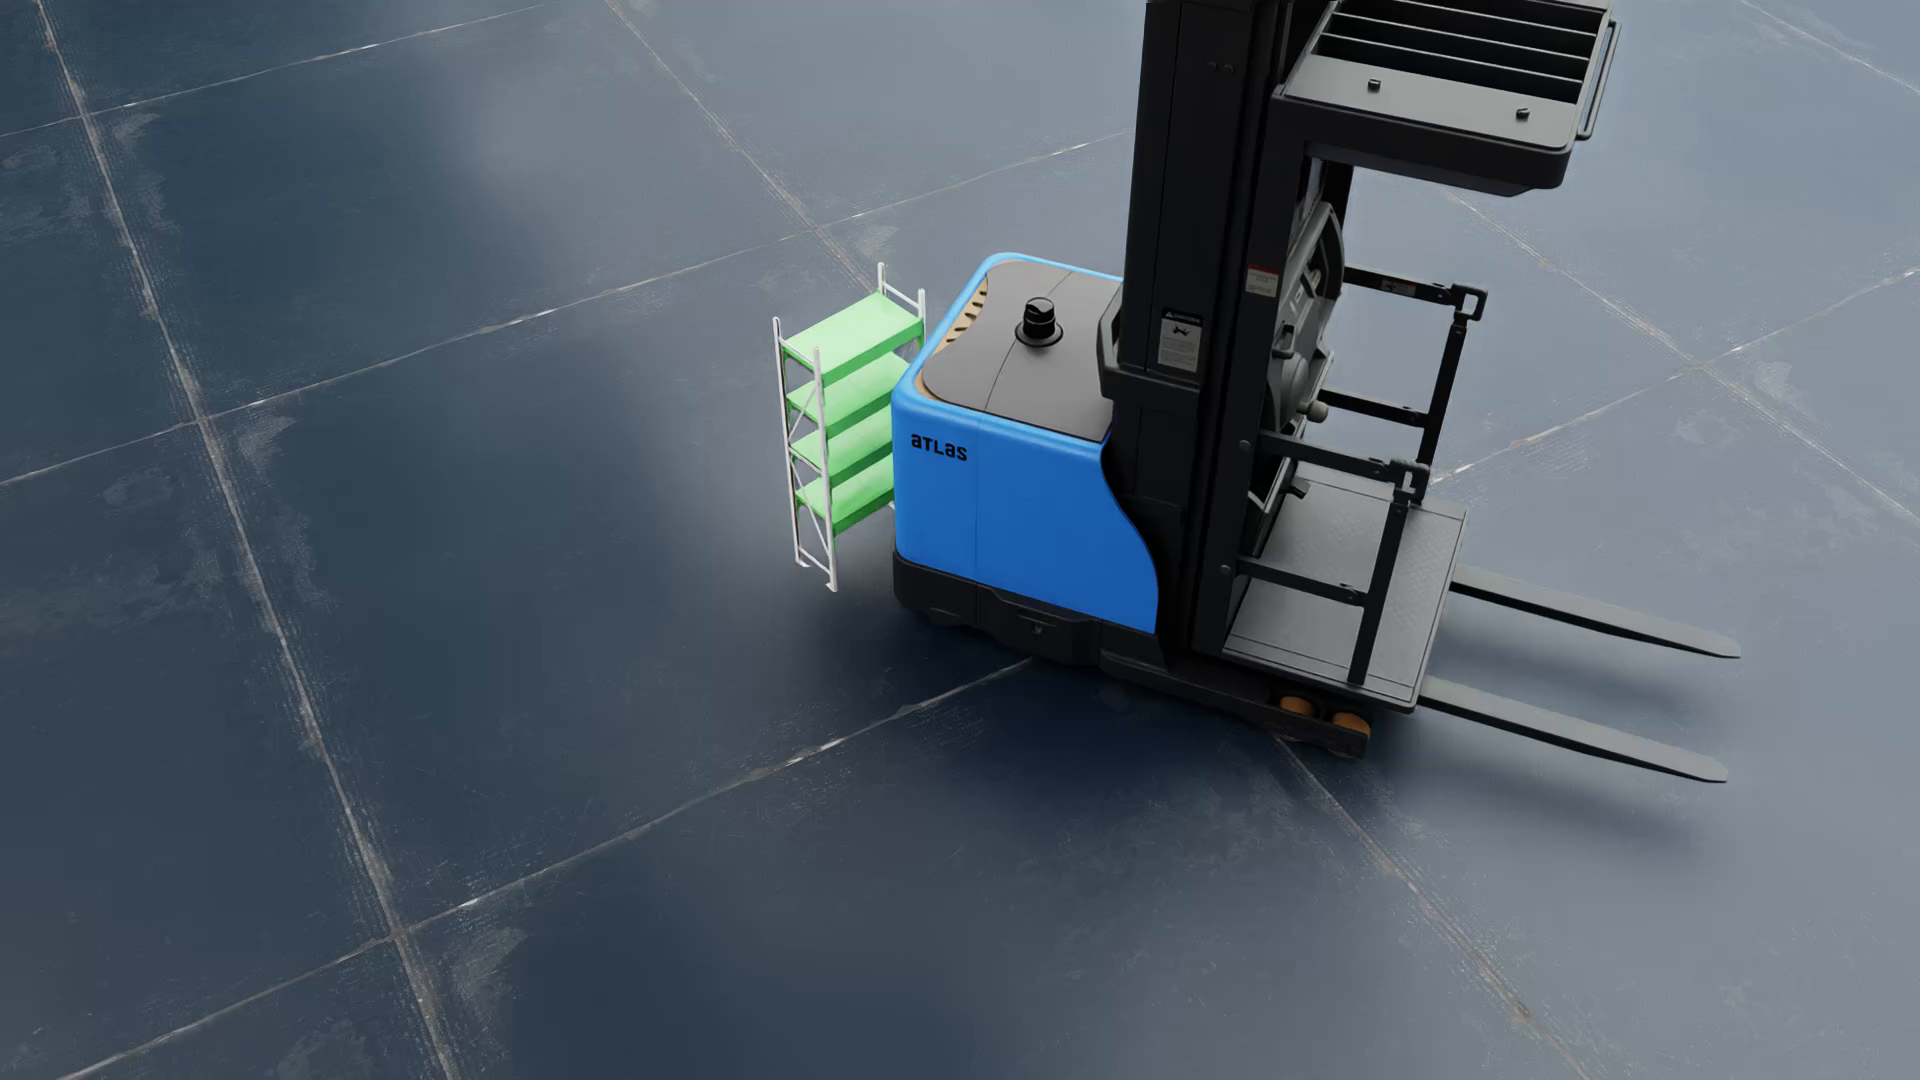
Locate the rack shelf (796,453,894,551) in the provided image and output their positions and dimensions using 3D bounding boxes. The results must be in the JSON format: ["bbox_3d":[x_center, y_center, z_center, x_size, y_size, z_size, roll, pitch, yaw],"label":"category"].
[{"bbox_3d":[-0.391,-0.185,6.516,0.480,0.148,0.258,-33,53,-29],"label":"rack shelf"}]

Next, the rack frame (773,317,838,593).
[{"bbox_3d":[-0.569,-0.287,6.184,0.015,1.200,0.240,-33,53,-29],"label":"rack frame"}]

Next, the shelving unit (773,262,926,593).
[{"bbox_3d":[-0.391,-0.403,6.304,0.503,1.200,0.258,-33,53,-29],"label":"shelving unit"}]

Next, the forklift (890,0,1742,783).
[{"bbox_3d":[1.310,-0.697,5.364,3.031,2.935,1.130,16,46,16],"label":"forklift"}]

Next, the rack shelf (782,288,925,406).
[{"bbox_3d":[-0.391,-0.702,6.014,0.480,0.148,0.258,-33,53,-29],"label":"rack shelf"}]

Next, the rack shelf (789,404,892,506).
[{"bbox_3d":[-0.391,-0.358,6.349,0.480,0.148,0.258,-33,53,-29],"label":"rack shelf"}]

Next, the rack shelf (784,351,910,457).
[{"bbox_3d":[-0.391,-0.530,6.181,0.480,0.148,0.258,-33,53,-29],"label":"rack shelf"}]

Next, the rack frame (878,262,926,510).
[{"bbox_3d":[-0.213,-0.520,6.424,0.015,1.200,0.240,-33,53,-29],"label":"rack frame"}]
